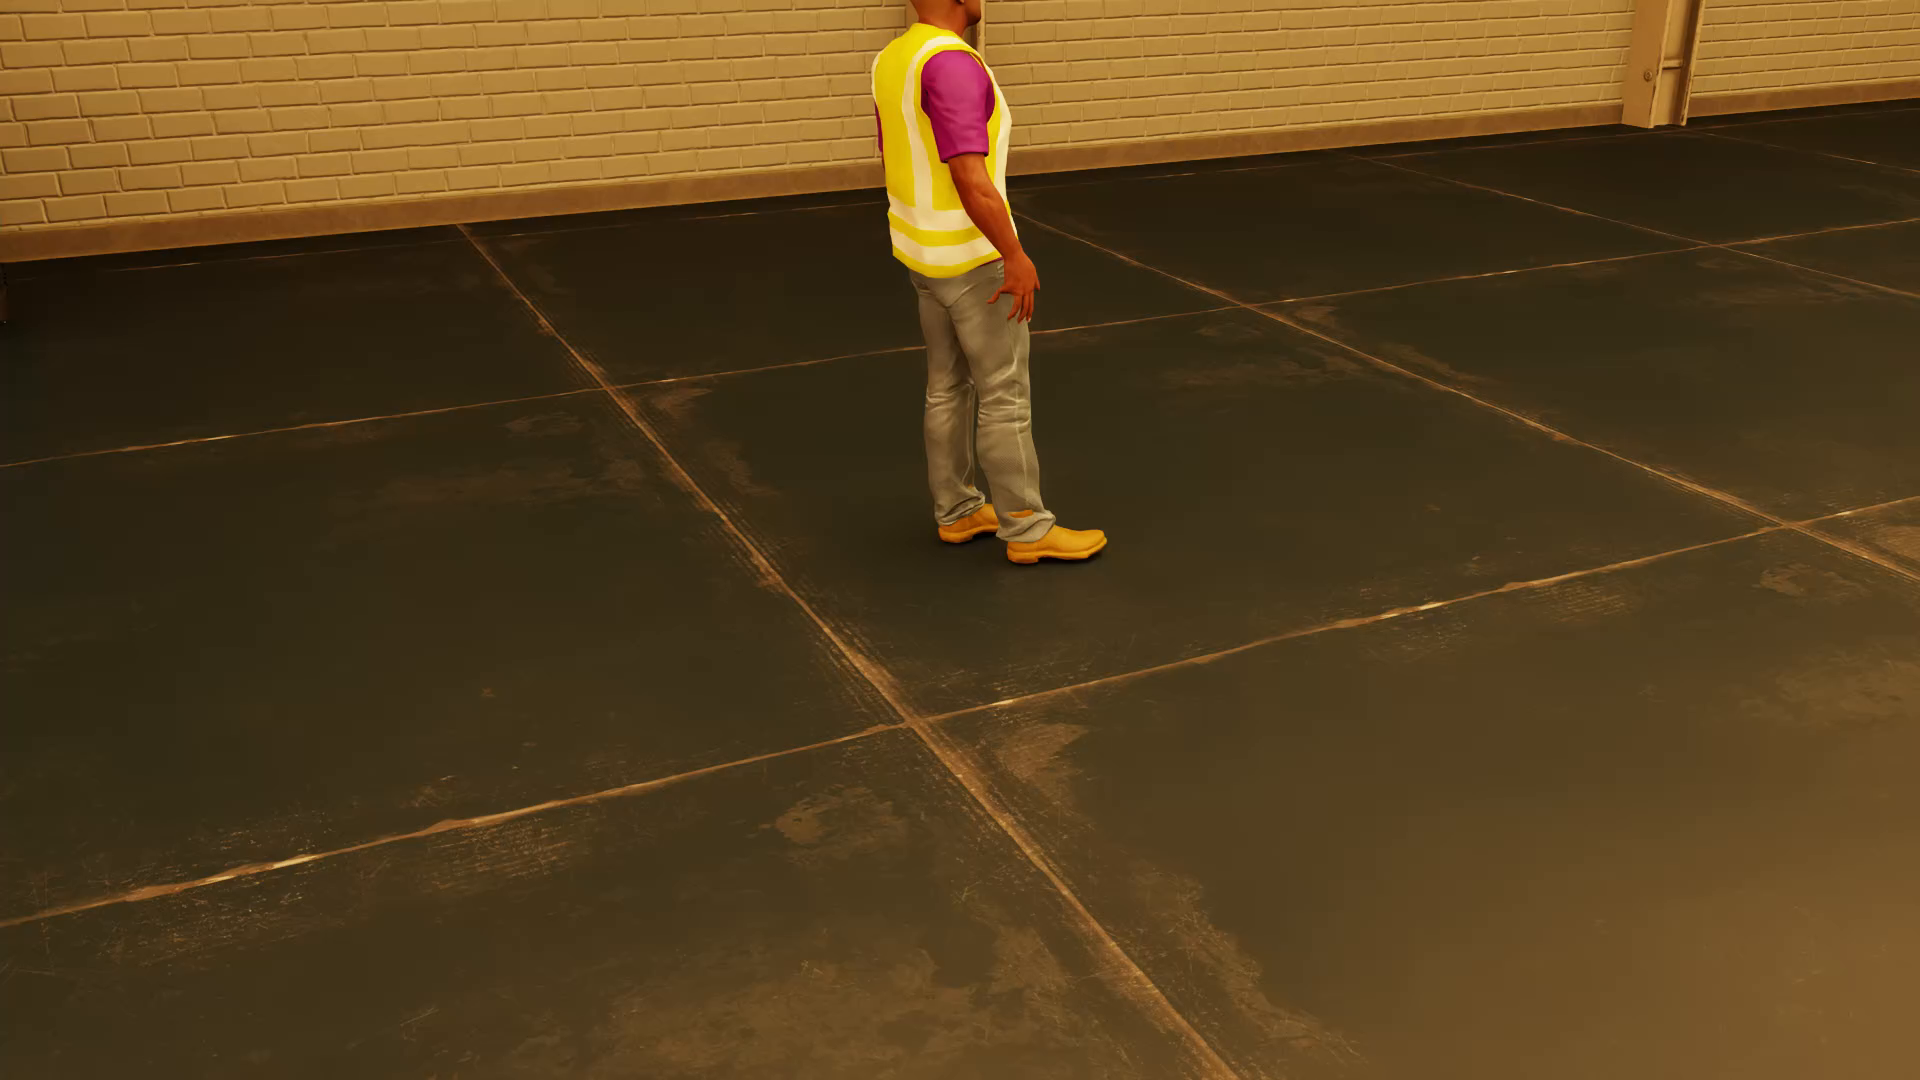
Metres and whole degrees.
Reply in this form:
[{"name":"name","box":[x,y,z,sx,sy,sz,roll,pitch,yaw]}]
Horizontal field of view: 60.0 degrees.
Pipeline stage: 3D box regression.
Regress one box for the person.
[{"name":"person","box":[0.065,-0.831,4.787,0.577,1.765,0.665,-10,25,-23]}]

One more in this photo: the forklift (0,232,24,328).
[{"name":"forklift","box":[-5.624,-2.308,6.843,3.031,2.935,1.130,10,25,22]}]
